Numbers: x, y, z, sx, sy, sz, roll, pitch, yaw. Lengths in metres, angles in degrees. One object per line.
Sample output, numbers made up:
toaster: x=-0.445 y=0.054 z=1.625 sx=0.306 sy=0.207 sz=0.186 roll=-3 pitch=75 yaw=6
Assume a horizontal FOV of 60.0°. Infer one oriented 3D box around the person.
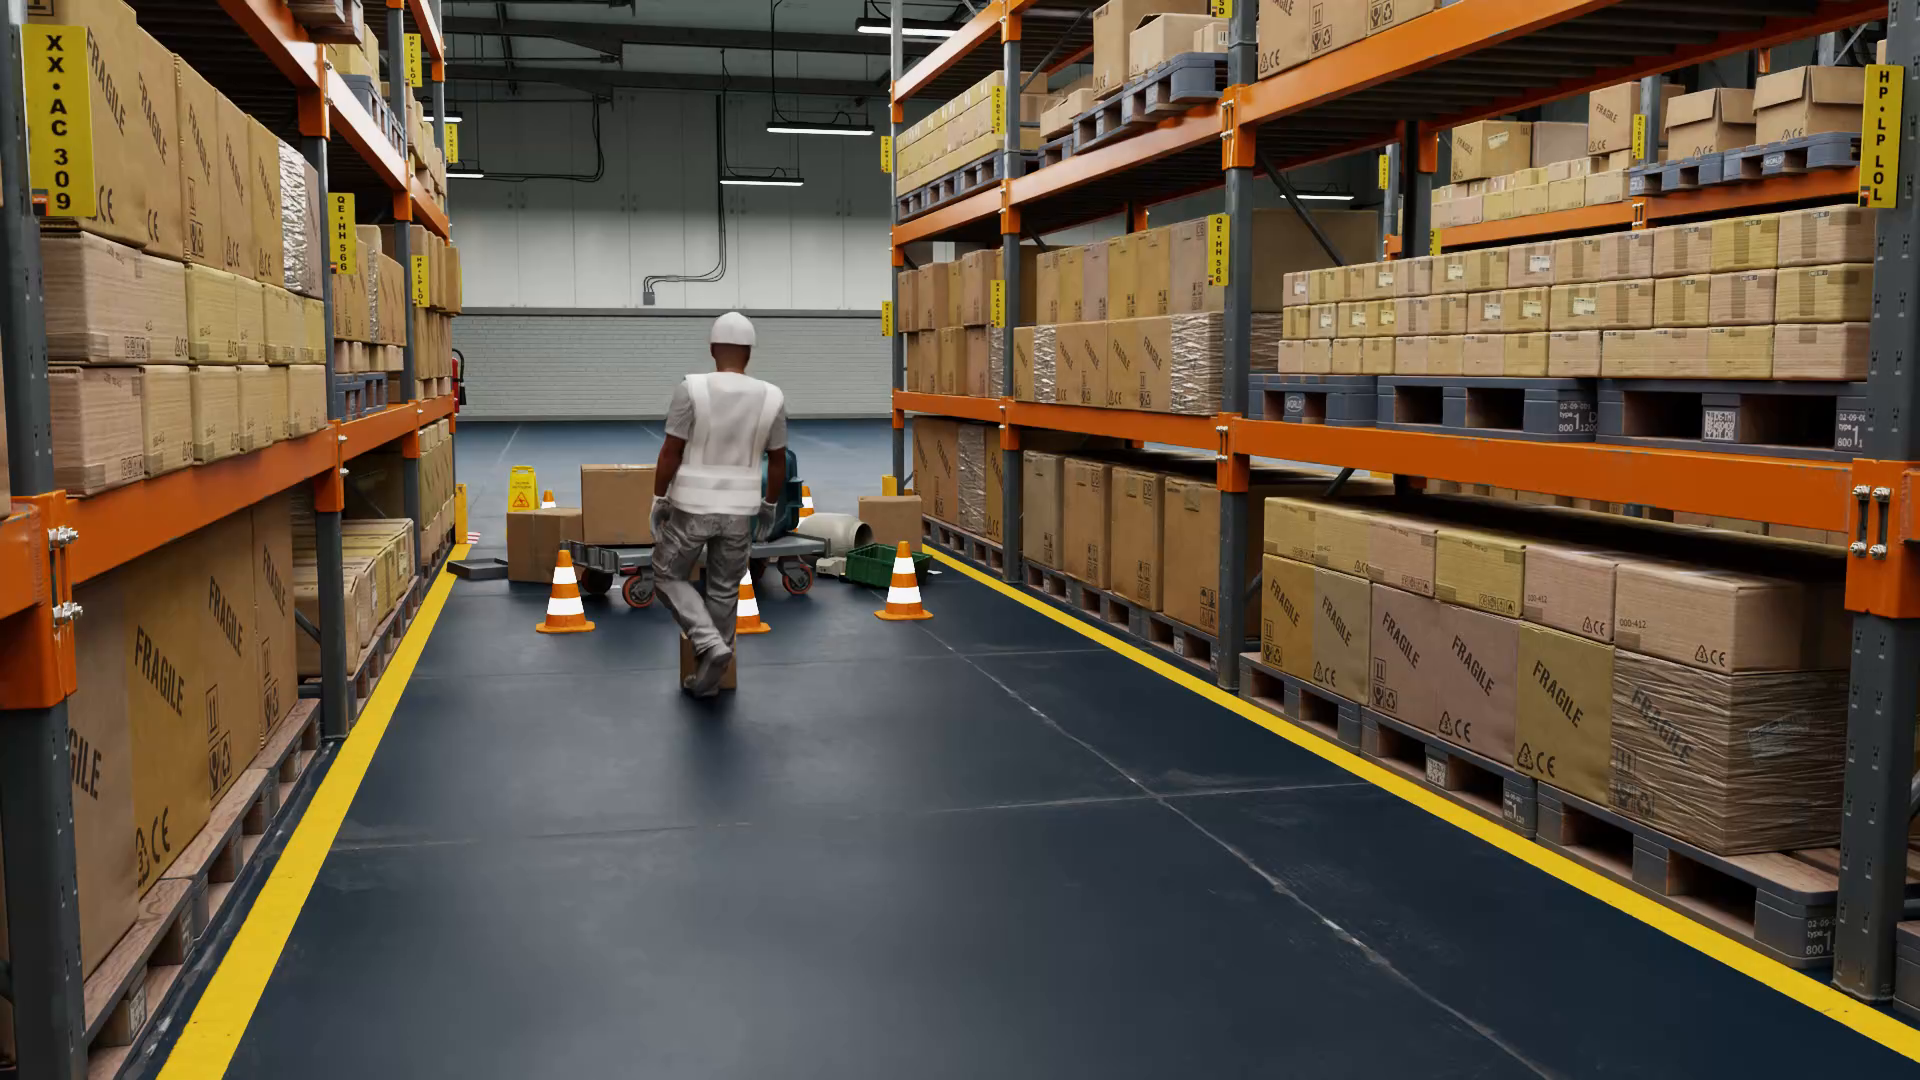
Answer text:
person: x=-1.143 y=-0.147 z=7.610 sx=0.636 sy=1.771 sz=0.675 roll=-3 pitch=7 yaw=-27
